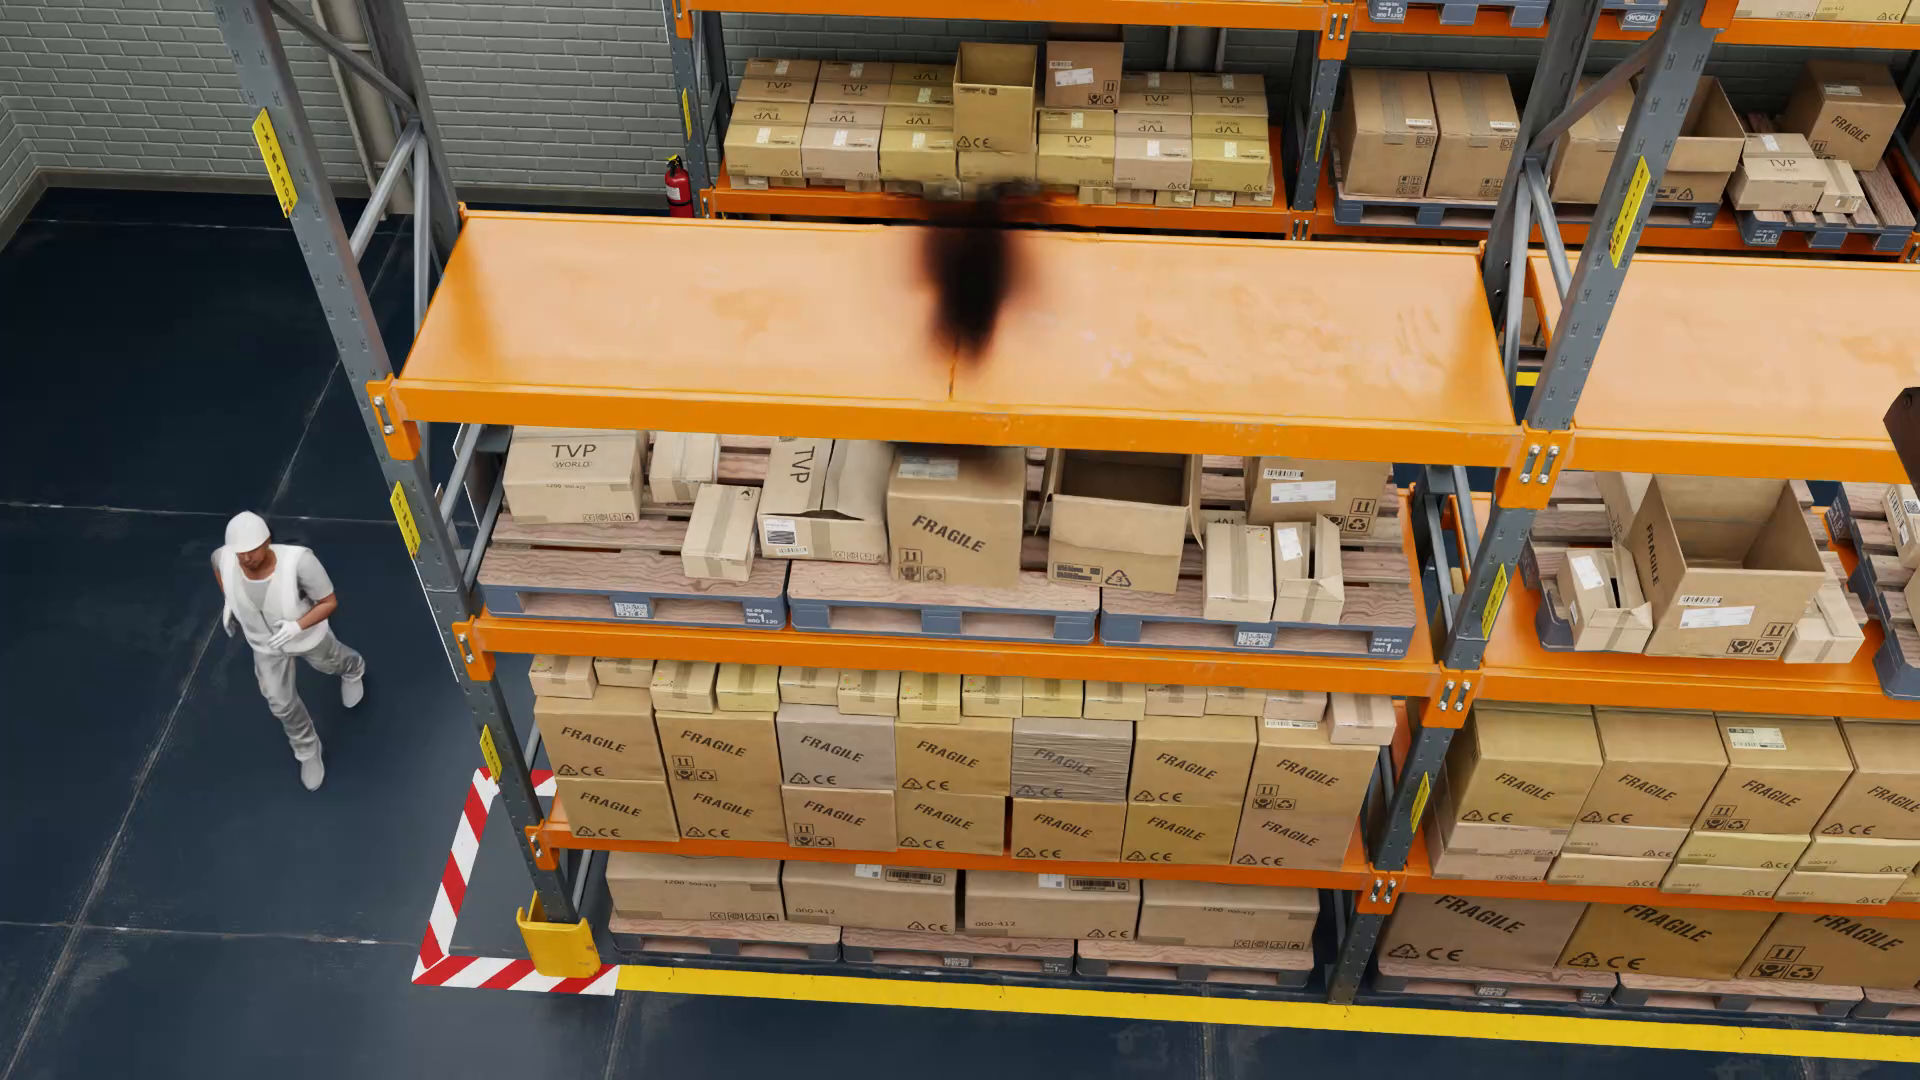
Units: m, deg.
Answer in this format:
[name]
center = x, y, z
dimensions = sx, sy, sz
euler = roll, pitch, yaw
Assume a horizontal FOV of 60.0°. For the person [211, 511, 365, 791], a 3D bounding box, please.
[person]
center = -3.641, 0.516, 9.062
dimensions = 0.673, 1.839, 0.810
euler = -5, 48, -4
